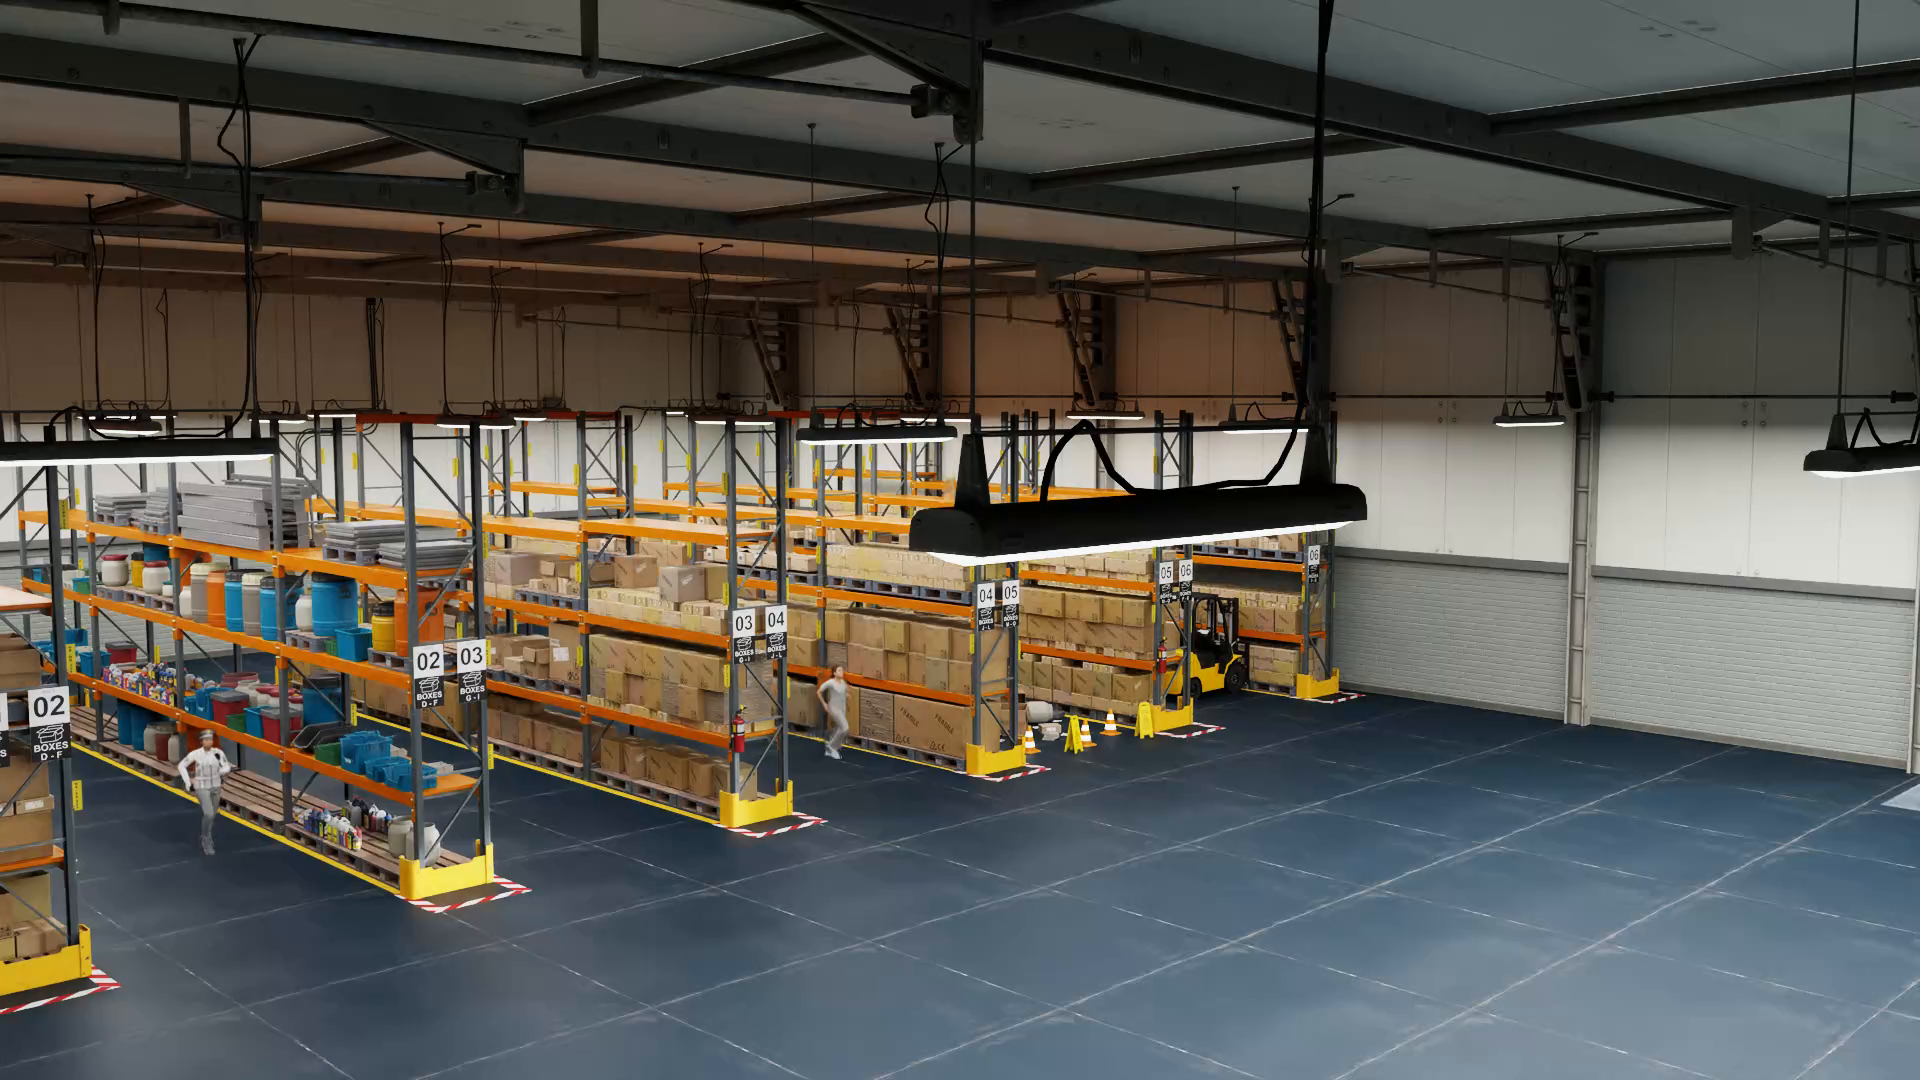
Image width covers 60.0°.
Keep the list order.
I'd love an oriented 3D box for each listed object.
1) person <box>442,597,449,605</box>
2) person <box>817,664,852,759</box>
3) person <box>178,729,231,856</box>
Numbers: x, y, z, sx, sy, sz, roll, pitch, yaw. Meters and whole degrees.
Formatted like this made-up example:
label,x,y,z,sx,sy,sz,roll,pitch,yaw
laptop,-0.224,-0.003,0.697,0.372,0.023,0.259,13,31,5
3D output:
label,x,y,z,sx,sy,sz,roll,pitch,yaw
person,-11.904,2.141,38.141,0.715,1.775,0.827,0,5,5
person,-2.116,2.980,28.935,0.613,1.639,0.552,3,6,35
person,-10.446,3.486,23.094,0.732,1.749,0.576,4,6,40
